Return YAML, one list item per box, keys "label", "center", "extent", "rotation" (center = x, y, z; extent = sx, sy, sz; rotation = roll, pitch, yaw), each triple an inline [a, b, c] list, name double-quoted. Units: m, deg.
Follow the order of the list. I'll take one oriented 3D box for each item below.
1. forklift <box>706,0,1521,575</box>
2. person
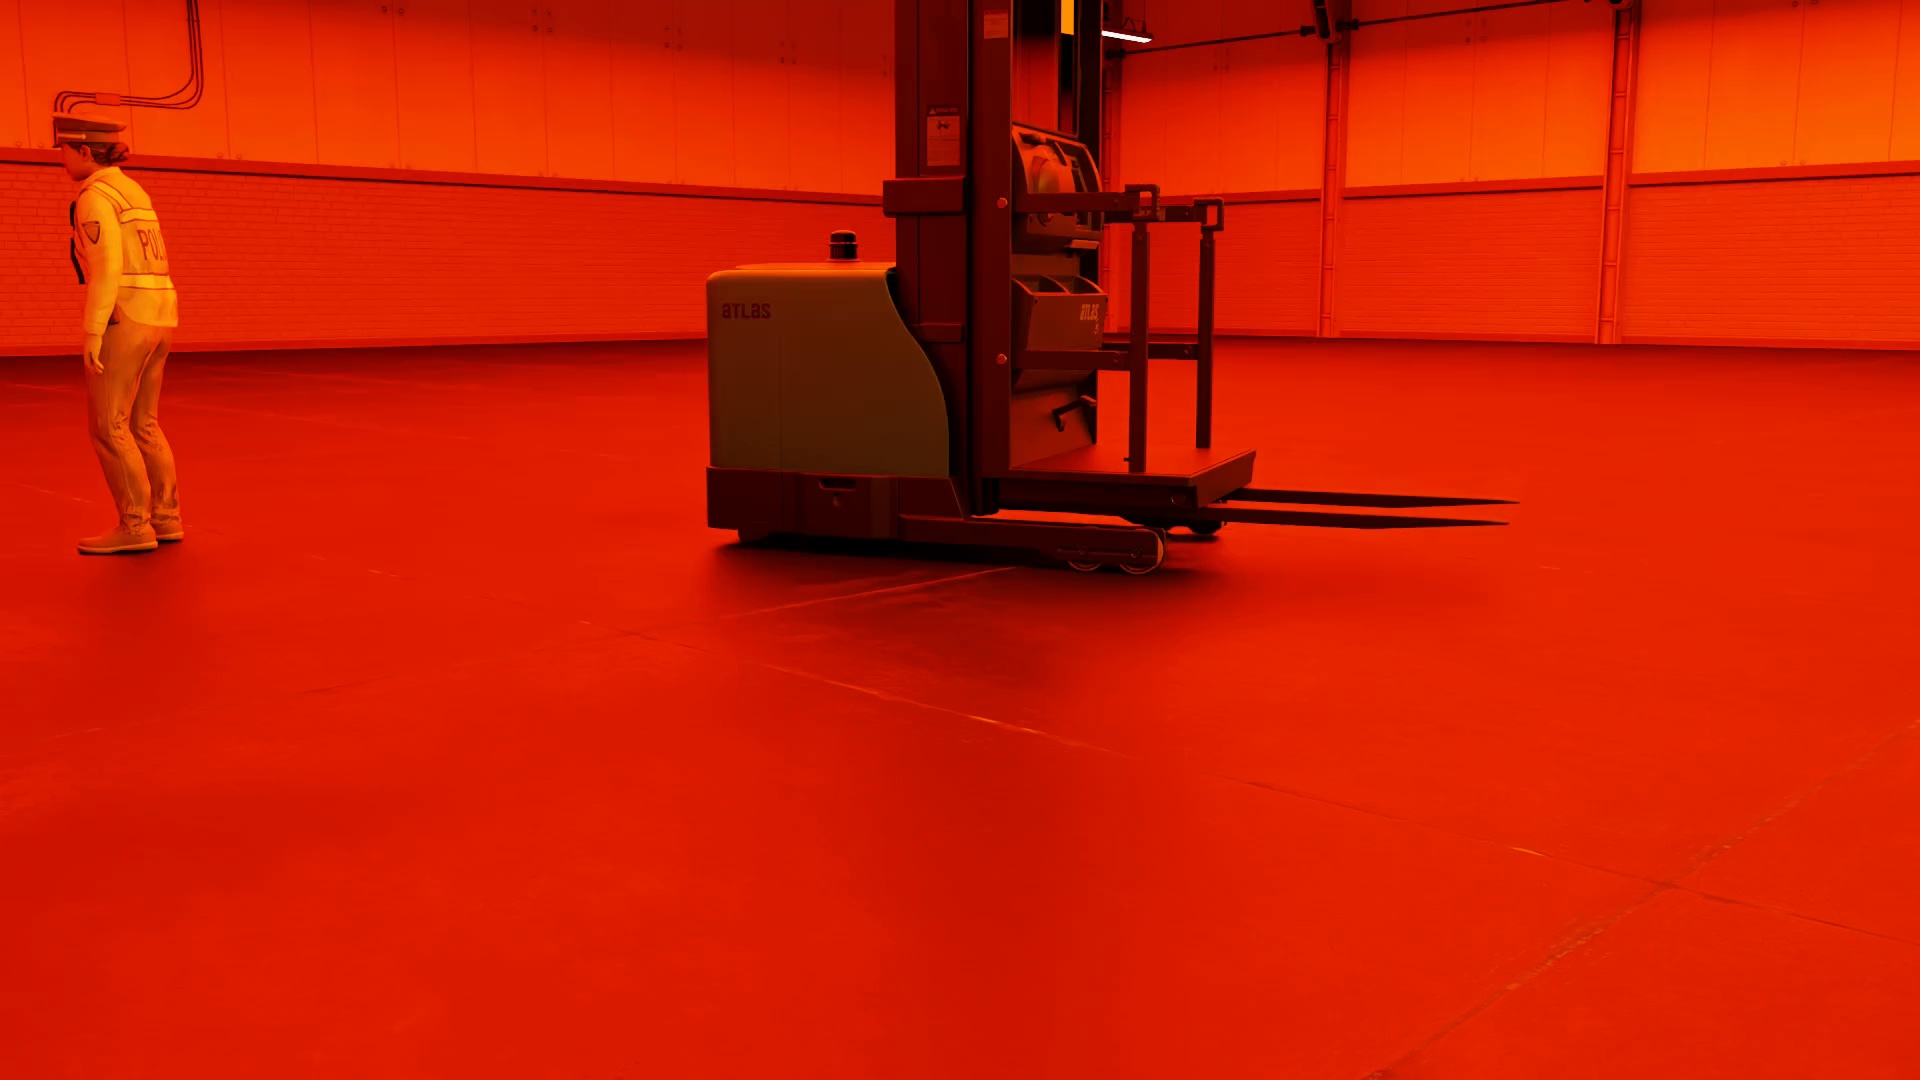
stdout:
- label: "forklift"
  center: [0.565, -1.416, 6.275]
  extent: [3.031, 2.935, 1.130]
  rotation: [3, 9, 22]
- label: "person"
  center: [-3.227, -0.792, 6.402]
  extent: [0.374, 1.662, 0.540]
  rotation: [-1, 9, -5]
